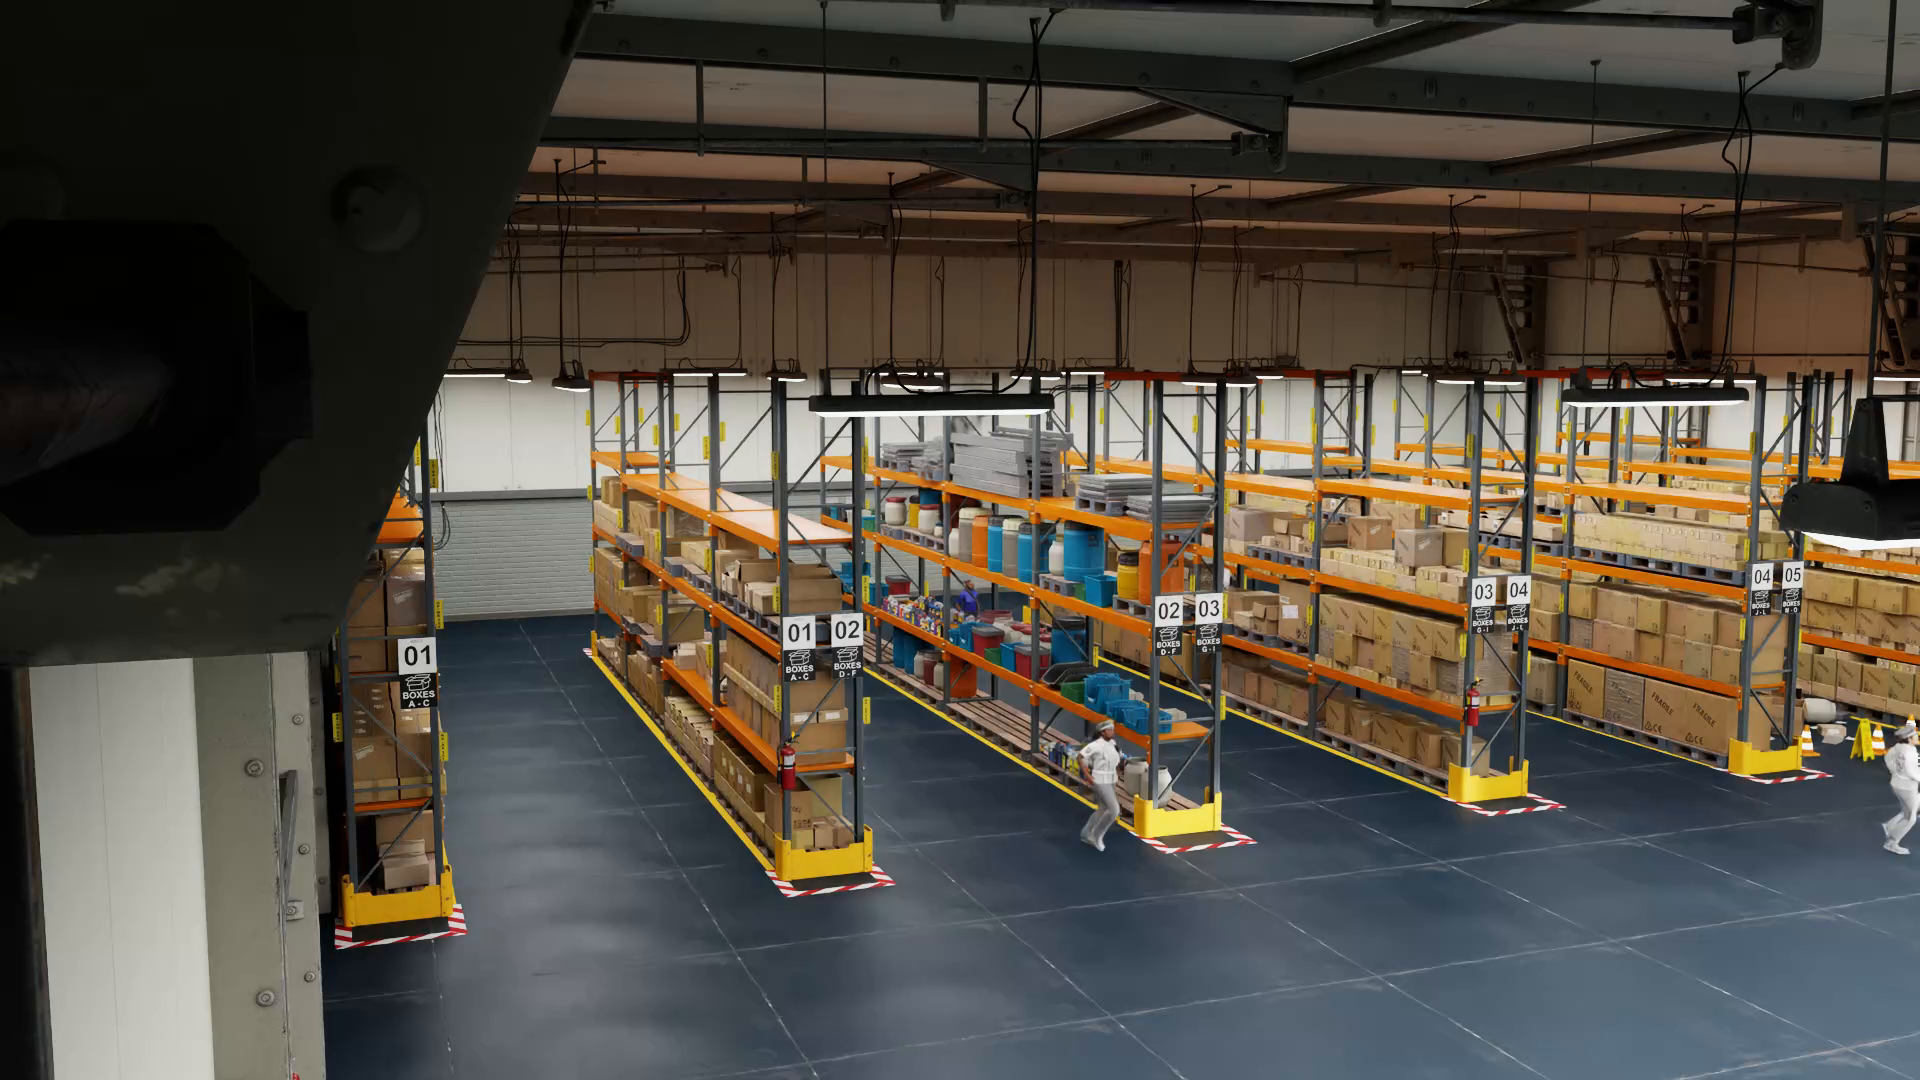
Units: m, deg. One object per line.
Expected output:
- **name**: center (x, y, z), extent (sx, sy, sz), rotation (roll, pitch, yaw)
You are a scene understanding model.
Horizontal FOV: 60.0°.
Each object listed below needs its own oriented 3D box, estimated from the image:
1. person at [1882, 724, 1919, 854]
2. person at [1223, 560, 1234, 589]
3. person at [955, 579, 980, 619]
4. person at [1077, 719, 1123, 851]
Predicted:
- **person**: center (12.045, 3.153, 21.093), extent (0.527, 1.668, 0.669), rotation (2, 7, 16)
- **person**: center (5.850, 1.271, 37.473), extent (0.712, 1.791, 0.982), rotation (-1, 7, -12)
- **person**: center (0.169, 1.634, 34.983), extent (0.585, 1.630, 0.584), rotation (-4, 7, -29)
- **person**: center (1.855, 3.131, 21.364), extent (0.632, 1.685, 0.560), rotation (4, 8, 35)
